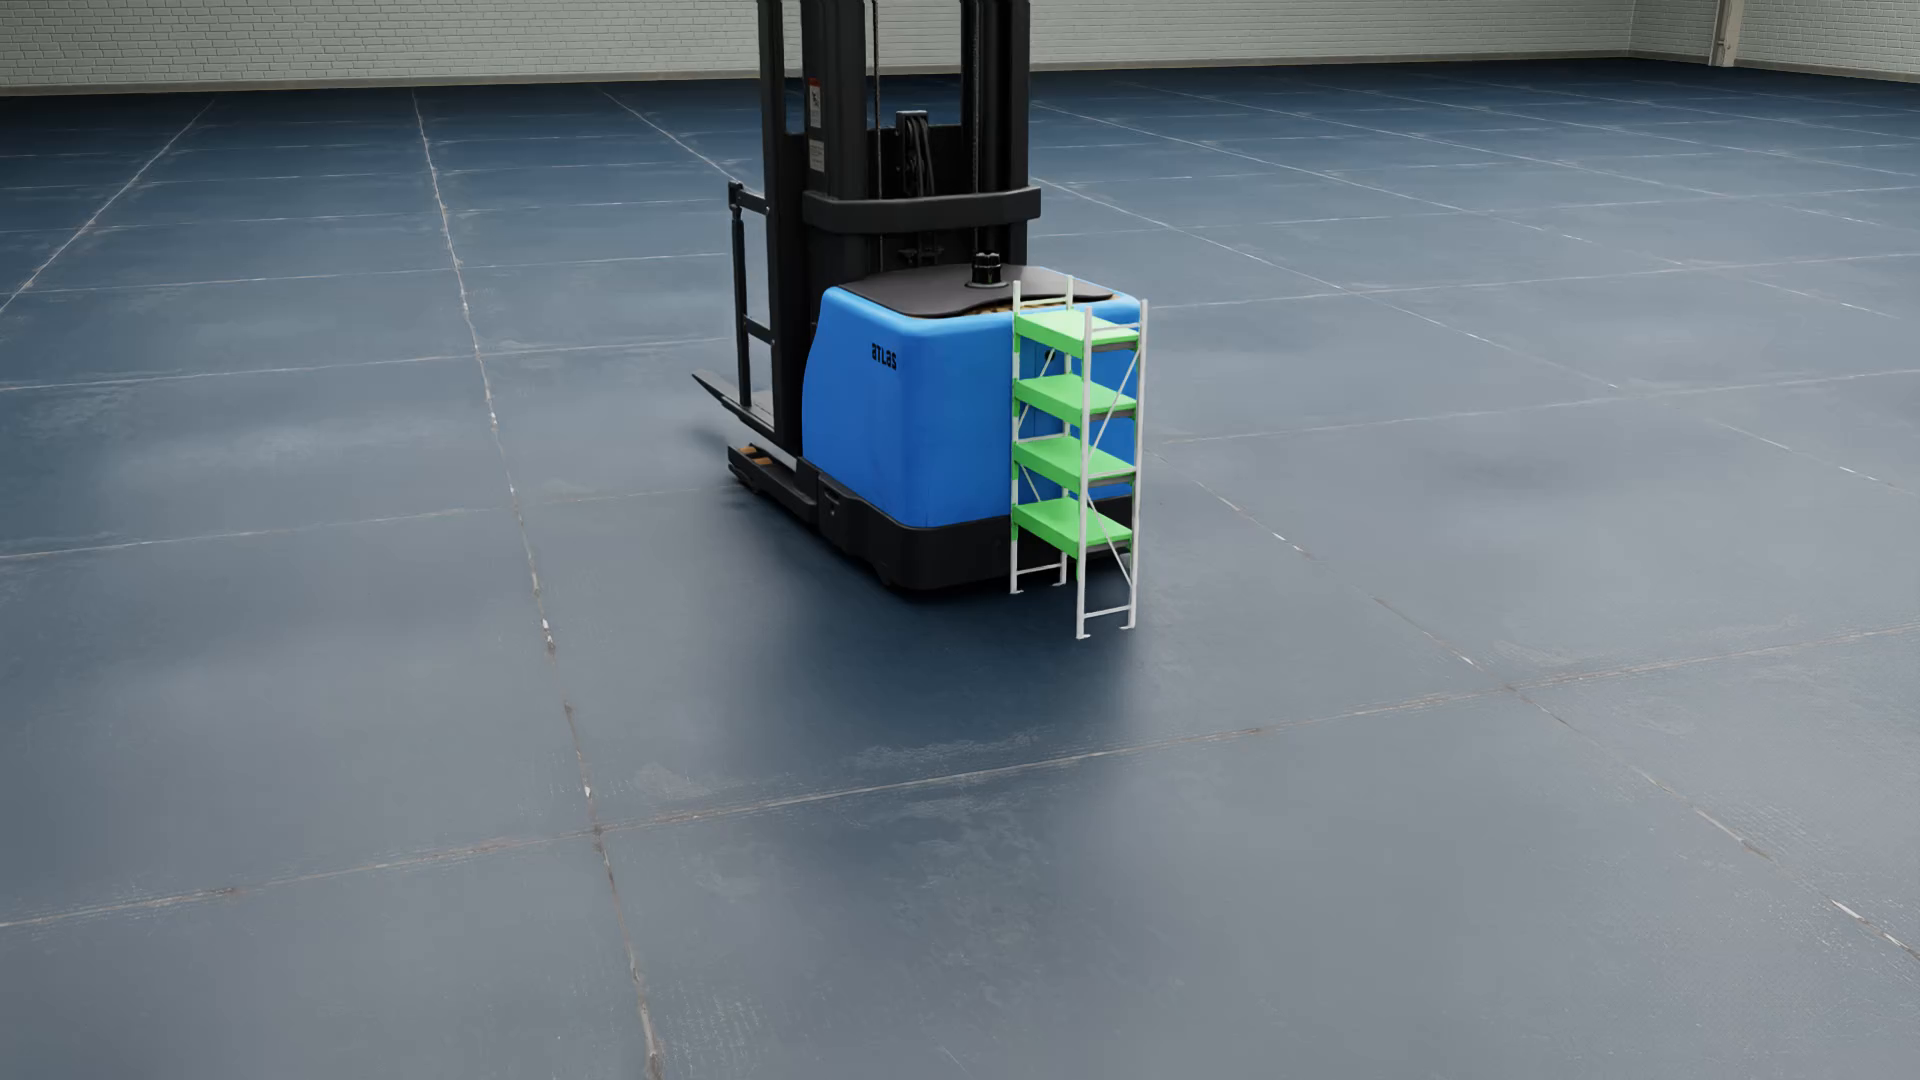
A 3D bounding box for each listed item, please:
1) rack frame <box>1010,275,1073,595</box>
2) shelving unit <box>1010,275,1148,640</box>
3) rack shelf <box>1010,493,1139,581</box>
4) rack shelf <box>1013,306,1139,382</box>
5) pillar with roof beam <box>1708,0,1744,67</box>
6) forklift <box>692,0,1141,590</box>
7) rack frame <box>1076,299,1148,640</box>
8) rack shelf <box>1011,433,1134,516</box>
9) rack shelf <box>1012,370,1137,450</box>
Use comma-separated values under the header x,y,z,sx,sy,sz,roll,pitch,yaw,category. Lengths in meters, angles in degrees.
x,y,z,sx,sy,sz,roll,pitch,yaw,category
0.301,-0.377,6.190,0.240,1.200,0.015,-10,22,-26,rack frame
0.413,-0.303,5.986,0.258,1.200,0.503,-10,22,-26,shelving unit
0.413,-0.017,6.089,0.258,0.148,0.480,-10,22,-26,rack shelf
0.413,-0.695,5.845,0.258,0.148,0.480,-10,22,-26,rack shelf
11.267,-13.340,30.743,9.100,9.000,0.400,-6,21,-17,pillar with roof beam
-0.412,-1.649,7.171,1.130,2.935,3.031,-10,22,-26,forklift
0.525,-0.230,5.782,0.240,1.200,0.015,-10,22,-26,rack frame
0.413,-0.243,6.007,0.258,0.148,0.480,-10,22,-26,rack shelf
0.413,-0.469,5.926,0.258,0.148,0.480,-10,22,-26,rack shelf
